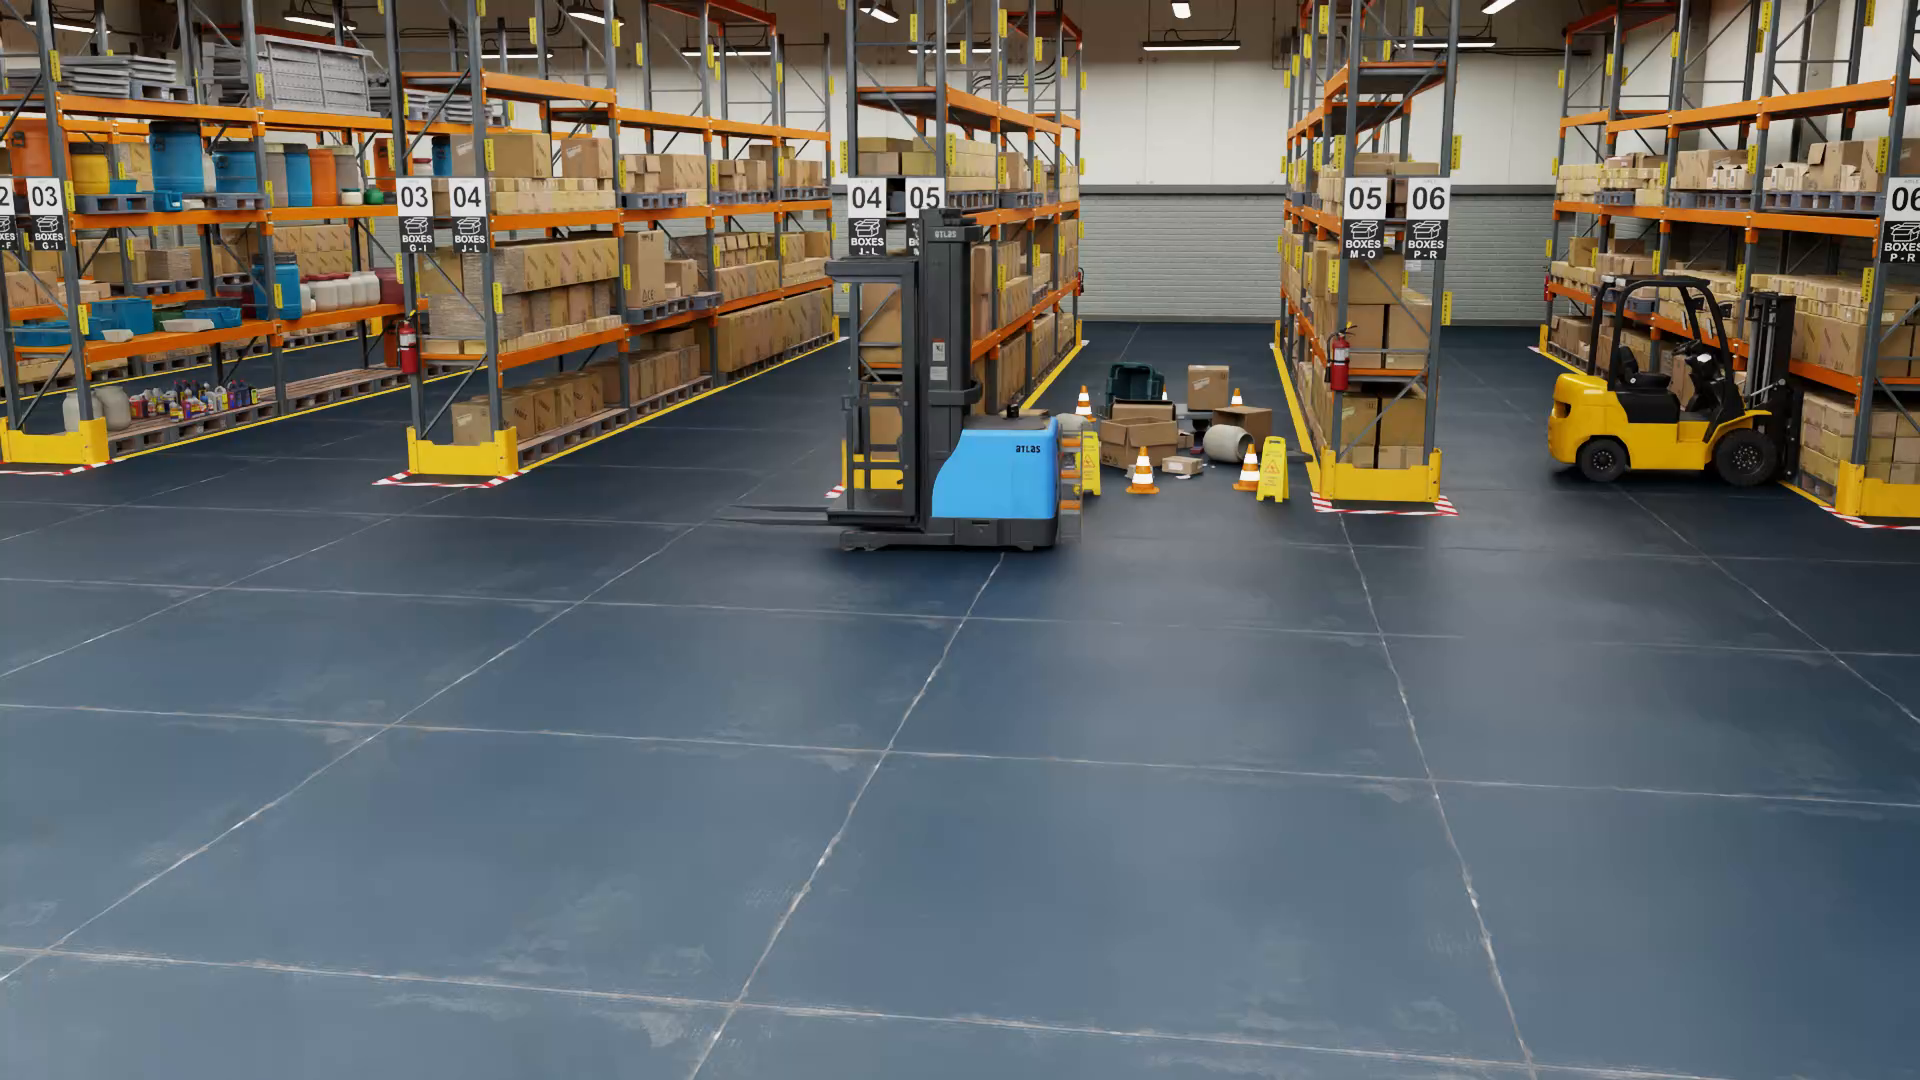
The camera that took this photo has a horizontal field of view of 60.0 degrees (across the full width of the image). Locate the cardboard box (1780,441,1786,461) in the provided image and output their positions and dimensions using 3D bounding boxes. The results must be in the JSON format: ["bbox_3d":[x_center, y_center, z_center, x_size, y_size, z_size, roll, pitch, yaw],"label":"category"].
[{"bbox_3d":[9.162,-1.009,18.085,0.500,0.250,0.500,2,12,10],"label":"cardboard box"}]

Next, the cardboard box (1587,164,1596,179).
[{"bbox_3d":[10.927,-6.223,28.094,0.500,0.250,0.500,2,12,8],"label":"cardboard box"}]

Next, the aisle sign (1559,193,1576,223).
[{"bbox_3d":[11.353,-6.349,31.163,0.394,0.787,0.004,2,12,9],"label":"aisle sign"}]

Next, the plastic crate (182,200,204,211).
[{"bbox_3d":[-9.651,-4.188,20.814,0.243,0.136,0.396,2,12,9],"label":"plastic crate"}]

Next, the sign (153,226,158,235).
[{"bbox_3d":[-17.214,-6.678,35.552,0.100,0.325,0.005,2,12,9],"label":"sign"}]

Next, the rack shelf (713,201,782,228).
[{"bbox_3d":[-3.987,-5.401,27.524,1.077,0.370,4.000,2,12,9],"label":"rack shelf"}]

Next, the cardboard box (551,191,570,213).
[{"bbox_3d":[-4.967,-4.009,19.712,0.500,0.250,0.500,2,12,10],"label":"cardboard box"}]

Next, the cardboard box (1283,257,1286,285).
[{"bbox_3d":[6.224,-4.961,30.657,0.500,0.500,0.500,2,12,8],"label":"cardboard box"}]

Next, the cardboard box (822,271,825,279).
[{"bbox_3d":[-2.872,-5.221,32.698,0.380,0.149,0.250,2,12,9],"label":"cardboard box"}]

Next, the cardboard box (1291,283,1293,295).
[{"bbox_3d":[5.611,-4.012,26.844,0.500,0.250,0.500,2,12,8],"label":"cardboard box"}]

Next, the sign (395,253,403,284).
[{"bbox_3d":[-6.071,-2.948,18.052,0.100,0.325,0.005,2,12,9],"label":"sign"}]

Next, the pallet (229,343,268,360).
[{"bbox_3d":[-13.555,-3.491,30.691,1.003,0.211,1.213,2,12,9],"label":"pallet"}]

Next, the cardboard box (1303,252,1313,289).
[{"bbox_3d":[5.199,-3.863,23.856,0.500,0.500,0.500,2,12,7],"label":"cardboard box"}]

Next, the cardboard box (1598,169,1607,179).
[{"bbox_3d":[10.538,-5.917,26.865,0.380,0.149,0.250,2,12,10],"label":"cardboard box"}]

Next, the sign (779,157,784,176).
[{"bbox_3d":[-3.142,-6.560,29.220,0.100,0.325,0.005,2,12,9],"label":"sign"}]

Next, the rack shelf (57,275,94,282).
[{"bbox_3d":[-18.055,-5.249,33.938,1.077,0.370,4.000,2,12,9],"label":"rack shelf"}]

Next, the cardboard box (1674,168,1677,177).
[{"bbox_3d":[10.163,-5.204,23.603,0.380,0.149,0.250,2,12,10],"label":"cardboard box"}]

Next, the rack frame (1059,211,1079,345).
[{"bbox_3d":[1.821,-5.354,32.716,1.000,3.000,0.127,2,12,9],"label":"rack frame"}]

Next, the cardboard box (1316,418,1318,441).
[{"bbox_3d":[4.375,-1.242,19.164,0.500,0.250,0.500,2,12,8],"label":"cardboard box"}]

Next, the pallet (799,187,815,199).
[{"bbox_3d":[-3.354,-6.549,31.353,1.003,0.211,1.213,2,12,9],"label":"pallet"}]

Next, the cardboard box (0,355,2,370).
[{"bbox_3d":[-14.306,-2.677,24.492,0.500,0.311,0.500,2,12,8],"label":"cardboard box"}]

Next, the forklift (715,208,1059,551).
[{"bbox_3d":[-0.644,-1.446,14.744,3.031,2.935,1.130,1,12,5],"label":"forklift"}]

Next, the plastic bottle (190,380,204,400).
[{"bbox_3d":[-10.196,-1.959,22.207,0.144,0.351,0.185,2,12,9],"label":"plastic bottle"}]

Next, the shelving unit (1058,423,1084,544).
[{"bbox_3d":[0.989,-0.505,14.846,0.215,1.050,0.252,1,12,4],"label":"shelving unit"}]

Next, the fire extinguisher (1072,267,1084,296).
[{"bbox_3d":[2.316,-5.171,32.938,0.296,0.674,0.183,2,12,9],"label":"fire extinguisher"}]

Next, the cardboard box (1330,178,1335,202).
[{"bbox_3d":[4.233,-3.750,17.806,0.500,0.250,0.500,2,12,10],"label":"cardboard box"}]

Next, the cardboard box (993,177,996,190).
[{"bbox_3d":[0.235,-4.367,20.381,0.380,0.149,0.250,2,12,8],"label":"cardboard box"}]

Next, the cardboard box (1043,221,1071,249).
[{"bbox_3d":[1.769,-5.609,30.585,0.500,0.500,0.500,1,12,7],"label":"cardboard box"}]

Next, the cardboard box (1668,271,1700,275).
[{"bbox_3d":[10.023,-3.643,22.999,0.380,0.149,0.250,2,12,10],"label":"cardboard box"}]

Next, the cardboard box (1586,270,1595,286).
[{"bbox_3d":[10.855,-4.408,27.976,0.500,0.250,0.500,2,12,10],"label":"cardboard box"}]

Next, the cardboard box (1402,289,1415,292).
[{"bbox_3d":[4.912,-2.595,18.970,0.500,0.500,0.500,2,12,10],"label":"cardboard box"}]

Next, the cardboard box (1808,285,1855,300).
[{"bbox_3d":[9.116,-2.586,17.387,0.380,0.149,0.250,2,12,10],"label":"cardboard box"}]

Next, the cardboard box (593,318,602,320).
[{"bbox_3d":[-4.798,-2.759,21.270,0.380,0.149,0.250,2,12,9],"label":"cardboard box"}]

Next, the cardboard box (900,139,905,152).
[{"bbox_3d":[-0.806,-4.251,17.948,0.380,0.149,0.250,2,12,10],"label":"cardboard box"}]

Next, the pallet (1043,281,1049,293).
[{"bbox_3d":[0.944,-4.273,28.156,1.003,0.211,1.213,2,12,9],"label":"pallet"}]

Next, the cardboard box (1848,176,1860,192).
[{"bbox_3d":[8.999,-3.504,16.374,0.380,0.149,0.250,2,12,7],"label":"cardboard box"}]

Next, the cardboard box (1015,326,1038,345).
[{"bbox_3d":[0.936,-3.174,25.759,0.500,0.250,0.500,1,12,6],"label":"cardboard box"}]

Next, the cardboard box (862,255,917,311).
[{"bbox_3d":[-0.544,-2.700,17.484,0.875,0.550,0.550,2,12,9],"label":"cardboard box"}]

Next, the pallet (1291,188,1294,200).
[{"bbox_3d":[6.249,-5.975,28.688,1.003,0.211,1.213,2,12,9],"label":"pallet"}]

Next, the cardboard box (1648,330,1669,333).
[{"bbox_3d":[11.073,-3.221,26.215,0.380,0.149,0.250,2,12,10],"label":"cardboard box"}]

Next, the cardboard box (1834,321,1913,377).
[{"bbox_3d":[8.988,-1.884,16.376,0.500,0.500,0.500,2,12,7],"label":"cardboard box"}]

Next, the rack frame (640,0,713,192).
[{"bbox_3d":[-4.295,-6.803,25.200,1.000,3.000,0.127,2,12,9],"label":"rack frame"}]

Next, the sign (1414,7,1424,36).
[{"bbox_3d":[5.415,-6.123,19.640,0.100,0.325,0.005,2,12,9],"label":"sign"}]

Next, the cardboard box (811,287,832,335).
[{"bbox_3d":[-3.084,-4.566,33.109,0.875,0.875,0.875,2,12,9],"label":"cardboard box"}]

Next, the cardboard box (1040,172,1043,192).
[{"bbox_3d":[1.011,-5.418,25.658,0.500,0.500,0.500,2,12,9],"label":"cardboard box"}]

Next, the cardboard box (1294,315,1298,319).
[{"bbox_3d":[6.725,-4.027,31.643,0.875,0.438,0.875,1,12,7],"label":"cardboard box"}]

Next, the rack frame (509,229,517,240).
[{"bbox_3d":[-8.574,-4.863,30.440,1.000,3.000,0.127,2,12,9],"label":"rack frame"}]

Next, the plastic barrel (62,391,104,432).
[{"bbox_3d":[-10.394,-1.494,19.714,0.421,0.512,0.421,0,12,0],"label":"plastic barrel"}]

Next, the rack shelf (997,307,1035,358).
[{"bbox_3d":[0.283,-2.921,23.133,1.077,0.370,4.000,2,12,9],"label":"rack shelf"}]

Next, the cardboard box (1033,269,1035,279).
[{"bbox_3d":[0.979,-4.175,26.141,0.380,0.149,0.250,2,12,9],"label":"cardboard box"}]

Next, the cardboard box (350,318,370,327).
[{"bbox_3d":[-12.693,-4.729,34.707,0.500,0.500,0.500,2,12,9],"label":"cardboard box"}]

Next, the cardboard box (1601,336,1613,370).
[{"bbox_3d":[10.649,-3.001,26.733,0.500,0.500,0.500,2,12,8],"label":"cardboard box"}]

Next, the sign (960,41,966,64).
[{"bbox_3d":[0.053,-7.132,24.322,0.100,0.325,0.005,2,12,9],"label":"sign"}]

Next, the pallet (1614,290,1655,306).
[{"bbox_3d":[10.697,-3.700,25.499,1.003,0.211,1.213,2,12,9],"label":"pallet"}]

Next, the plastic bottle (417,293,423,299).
[{"bbox_3d":[-8.803,-4.050,26.959,0.152,0.276,0.135,2,12,9],"label":"plastic bottle"}]
